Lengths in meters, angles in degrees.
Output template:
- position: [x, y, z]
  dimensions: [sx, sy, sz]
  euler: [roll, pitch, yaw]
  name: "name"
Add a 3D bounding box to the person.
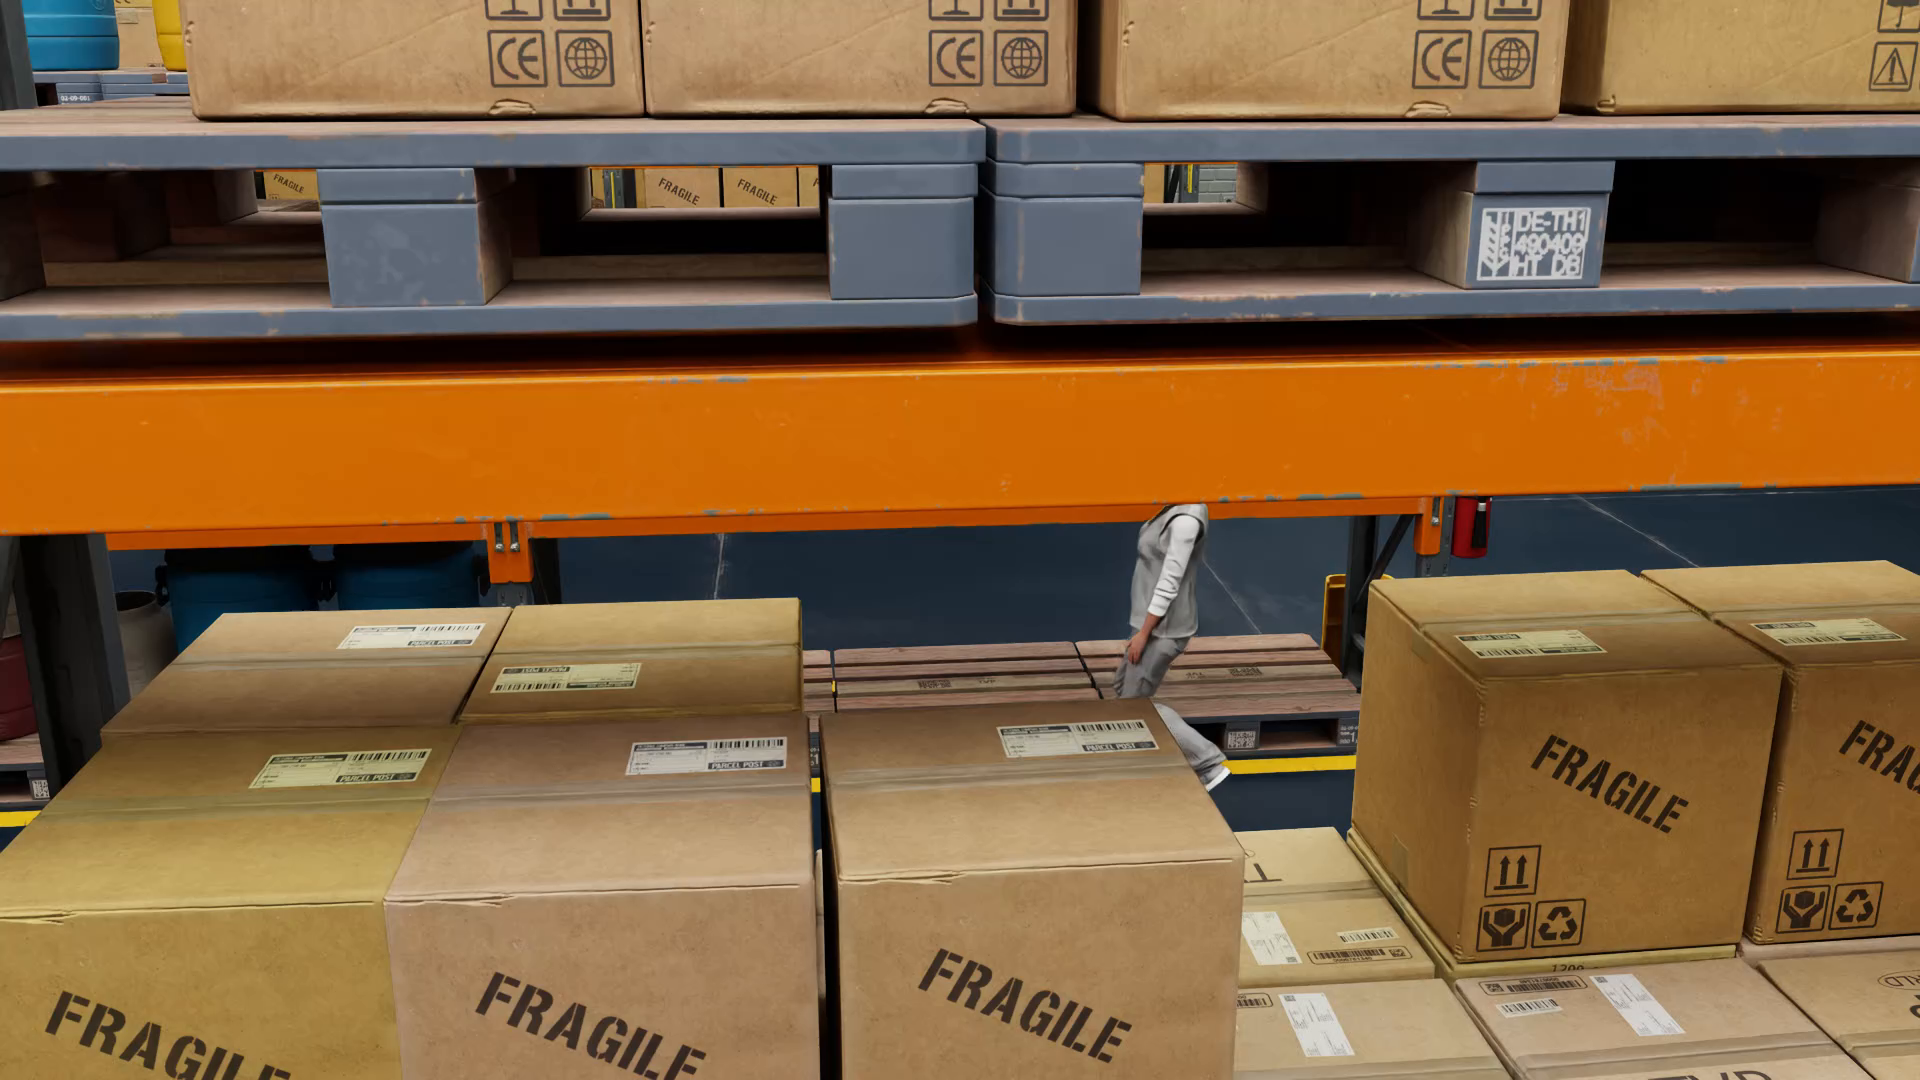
- position: [0.819, 0.356, 6.918]
  dimensions: [0.664, 1.566, 0.427]
  euler: [3, 17, 10]
  name: "person"
